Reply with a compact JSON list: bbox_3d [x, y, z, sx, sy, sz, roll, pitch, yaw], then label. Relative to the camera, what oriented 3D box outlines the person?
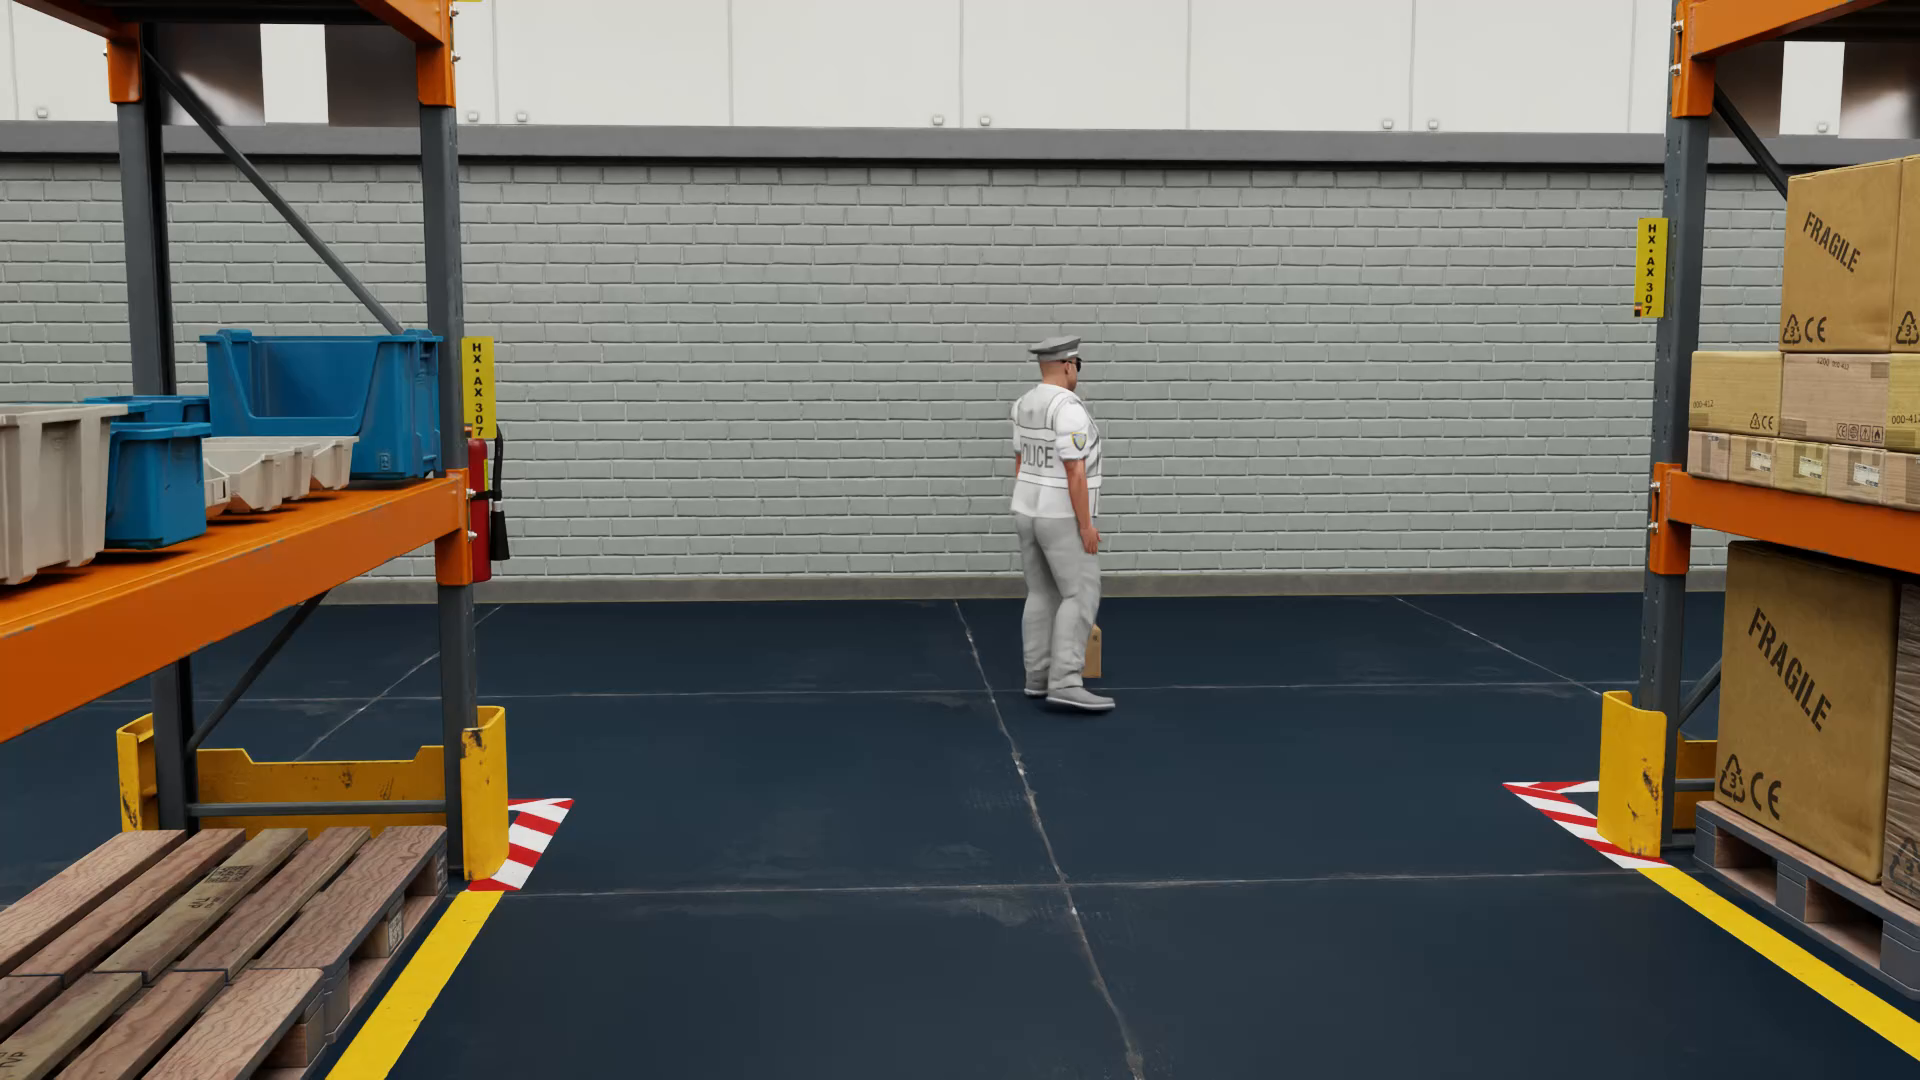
[{"bbox_3d":[0.500,-0.098,7.948,0.399,1.757,0.708,-4,8,-29],"label":"person"}]
